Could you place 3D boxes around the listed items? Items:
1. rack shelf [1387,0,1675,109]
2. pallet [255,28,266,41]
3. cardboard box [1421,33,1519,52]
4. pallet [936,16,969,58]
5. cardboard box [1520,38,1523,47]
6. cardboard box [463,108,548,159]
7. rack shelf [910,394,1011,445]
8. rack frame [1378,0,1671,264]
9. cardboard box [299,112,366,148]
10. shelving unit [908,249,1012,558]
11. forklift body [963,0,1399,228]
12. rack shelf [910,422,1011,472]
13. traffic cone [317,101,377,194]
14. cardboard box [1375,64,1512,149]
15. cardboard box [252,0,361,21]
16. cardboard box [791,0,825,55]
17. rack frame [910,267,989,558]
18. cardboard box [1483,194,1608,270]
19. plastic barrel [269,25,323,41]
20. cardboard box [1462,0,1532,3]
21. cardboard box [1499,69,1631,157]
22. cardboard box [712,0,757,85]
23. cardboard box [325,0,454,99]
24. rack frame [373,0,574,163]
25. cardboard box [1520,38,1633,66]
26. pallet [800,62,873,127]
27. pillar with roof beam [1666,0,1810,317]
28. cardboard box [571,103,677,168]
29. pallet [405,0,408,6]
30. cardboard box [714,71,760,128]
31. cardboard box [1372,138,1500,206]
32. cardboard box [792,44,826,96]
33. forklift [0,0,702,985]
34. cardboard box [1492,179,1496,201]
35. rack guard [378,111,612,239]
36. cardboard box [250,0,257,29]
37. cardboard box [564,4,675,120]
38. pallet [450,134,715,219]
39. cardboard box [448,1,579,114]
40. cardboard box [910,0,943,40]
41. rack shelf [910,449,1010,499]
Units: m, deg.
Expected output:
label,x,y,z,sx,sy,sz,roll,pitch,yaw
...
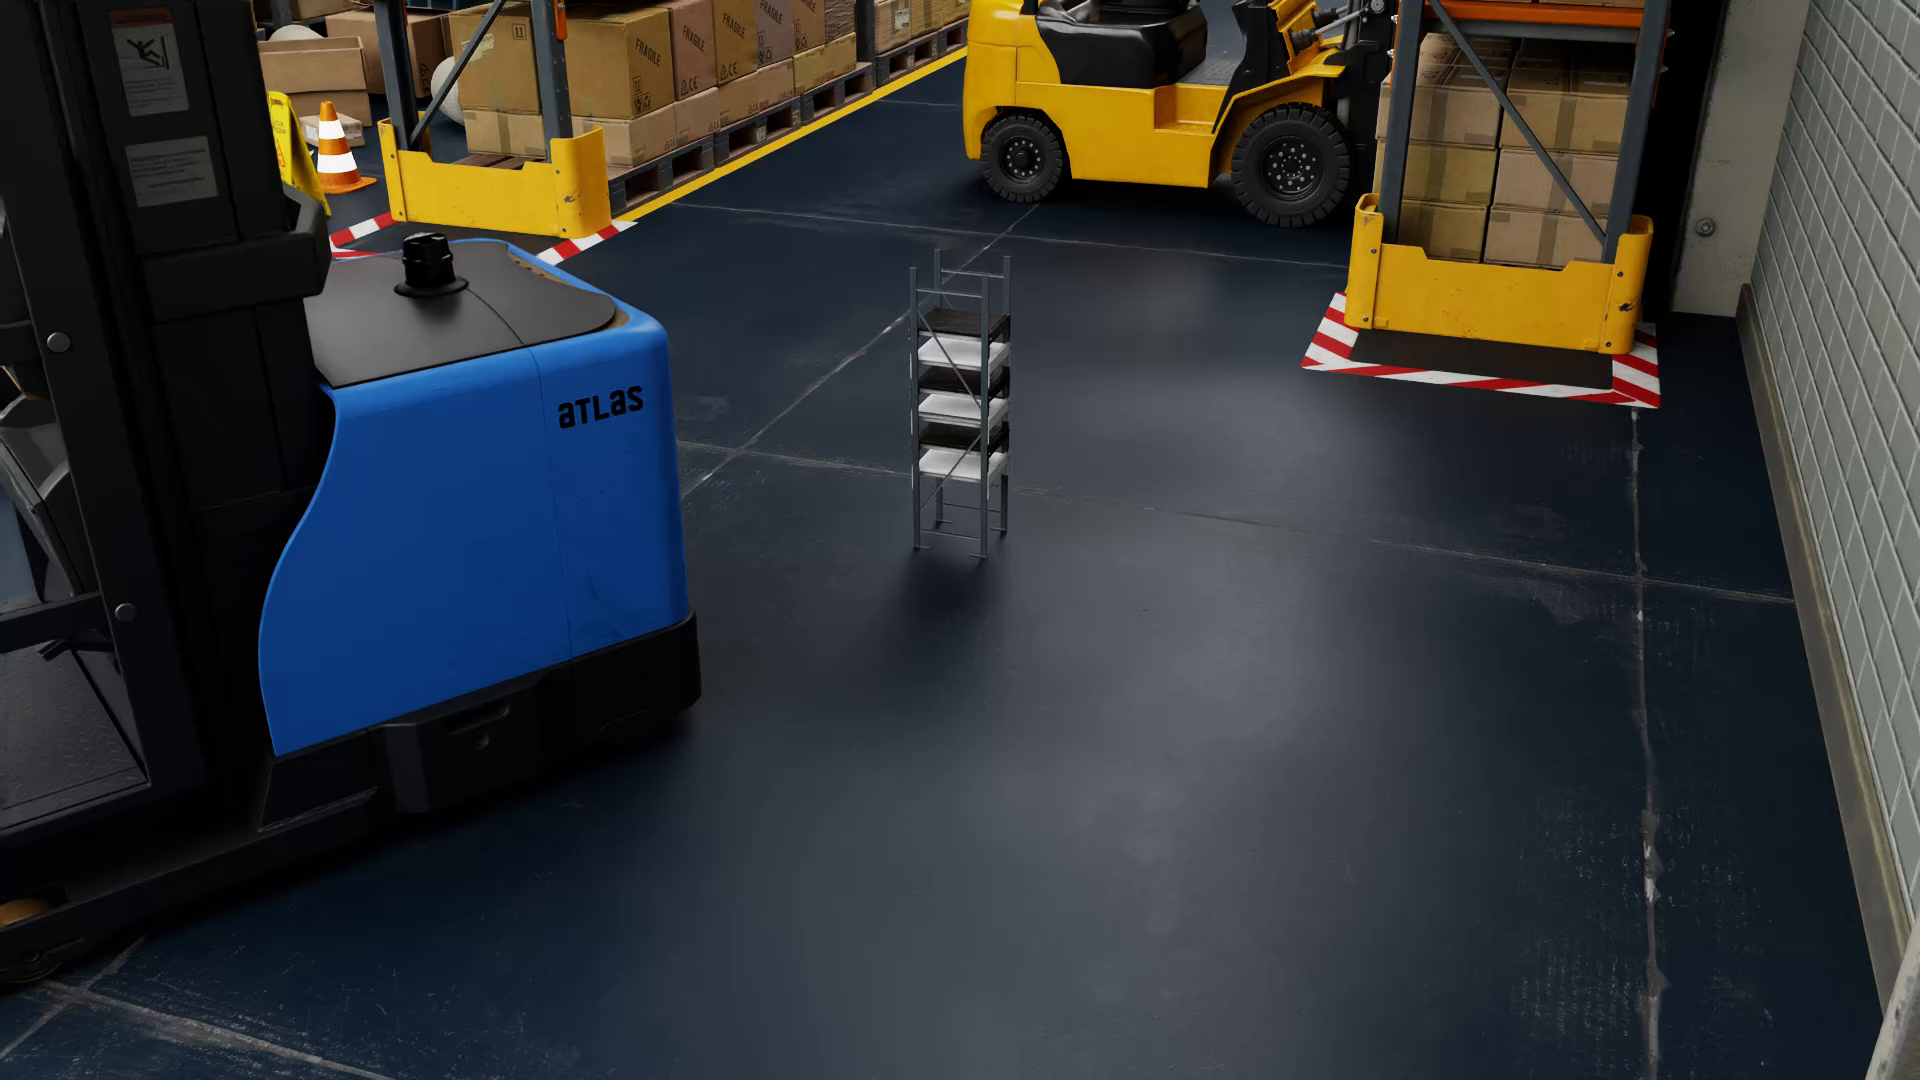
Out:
label,x,y,z,sx,sy,sz,roll,pitch,yaw
rack shelf,2.924,-2.765,8.343,1.077,0.370,4.000,9,27,17
pallet,-6.121,-3.749,12.750,1.003,0.211,1.213,9,27,17
cardboard box,2.441,-2.322,8.129,0.500,0.250,0.500,9,27,18
pallet,-0.430,-4.197,13.675,1.003,0.211,1.213,9,27,17
cardboard box,2.799,-2.744,9.000,0.500,0.250,0.500,10,27,19
cardboard box,-2.400,-2.317,9.267,0.500,0.250,0.500,9,27,17
rack shelf,0.003,-0.378,5.075,0.258,0.077,0.200,9,27,17
rack frame,2.259,-2.266,6.489,1.000,3.000,0.127,9,27,17
cardboard box,-3.892,-2.533,10.311,0.250,0.149,0.380,-20,33,-36
shelving unit,0.003,-0.408,5.061,0.258,0.900,0.210,9,27,17
forklift body,1.169,-2.928,8.830,2.313,2.155,1.214,9,27,17
rack shelf,0.003,-0.297,5.115,0.258,0.077,0.200,9,27,17
traffic cone,-3.497,-2.207,9.277,0.336,0.463,0.334,9,27,17
cardboard box,2.118,-1.902,7.263,0.500,0.250,0.500,10,27,19
cardboard box,-5.672,-4.749,13.717,1.050,0.750,0.750,9,27,17
cardboard box,-1.204,-3.426,10.697,0.500,0.500,0.500,9,27,18
rack frame,-0.031,-0.367,4.974,0.240,0.900,0.006,9,27,17
cardboard box,2.607,-1.391,7.355,0.500,0.250,0.500,9,27,18
plastic barrel,-4.725,-3.457,11.903,0.421,0.421,0.512,-14,29,-27
cardboard box,2.175,-2.552,6.963,0.500,0.500,0.500,8,27,16
cardboard box,2.597,-1.838,7.130,0.500,0.250,0.500,8,27,17
cardboard box,-1.542,-2.995,9.807,0.500,0.500,0.500,9,27,18
cardboard box,-3.923,-3.397,11.532,0.797,0.637,0.503,9,27,17
rack frame,-2.423,-2.985,7.972,1.000,3.000,0.127,9,27,17
cardboard box,2.937,-2.248,7.976,0.500,0.250,0.500,9,27,17
pallet,-1.282,-3.092,11.394,1.003,0.211,1.213,9,27,17
pillar with roof beam,-0.719,-5.746,6.792,9.100,9.000,0.400,9,27,17
cardboard box,-1.894,-2.228,9.082,0.500,0.250,0.500,9,27,17
pallet,-5.204,-4.881,15.088,1.003,0.211,1.213,9,27,17
cardboard box,-1.547,-2.662,9.980,0.500,0.250,0.500,11,28,21
cardboard box,2.126,-1.688,7.394,0.500,0.250,0.500,8,27,17
cardboard box,-1.203,-3.078,10.838,0.500,0.250,0.500,8,27,16
forklift,-2.139,-0.627,3.182,3.031,2.935,1.130,-19,31,-33
cardboard box,2.292,-1.660,7.909,0.500,0.250,0.500,9,27,17
rack guard,-2.398,-1.891,8.582,1.175,0.500,0.348,9,27,17
cardboard box,-6.069,-4.289,12.623,0.875,0.875,0.875,9,27,18
cardboard box,-1.887,-2.575,8.939,0.500,0.500,0.500,8,27,16
pallet,-2.094,-2.090,9.324,1.003,0.211,1.213,9,27,17
cardboard box,-2.403,-2.641,9.075,0.500,0.500,0.500,9,27,18
cardboard box,-0.684,-4.147,12.906,0.950,0.372,0.625,11,28,21
rack shelf,0.003,-0.216,5.154,0.258,0.077,0.200,9,27,17
